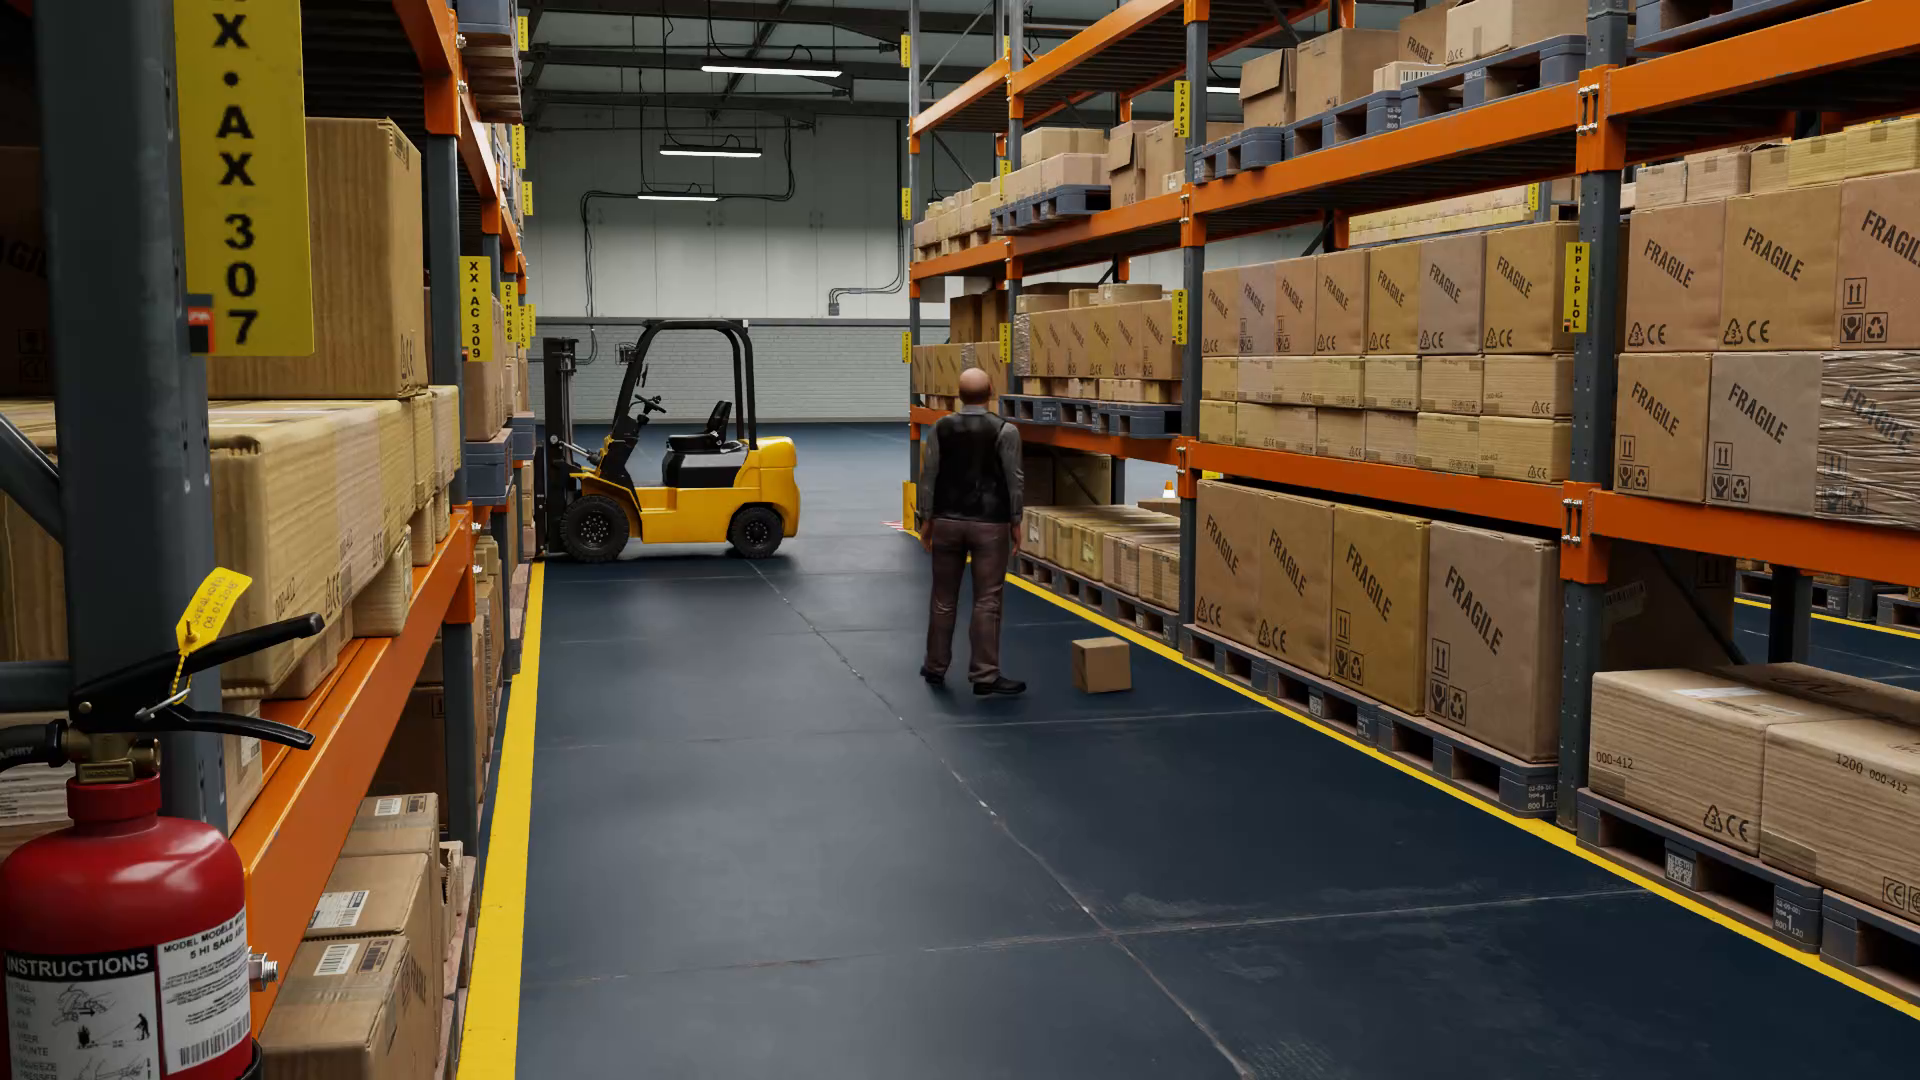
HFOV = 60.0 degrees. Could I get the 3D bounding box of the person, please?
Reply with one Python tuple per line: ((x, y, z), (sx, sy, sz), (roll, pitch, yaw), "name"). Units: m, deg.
((0.047, -0.060, 8.921), (0.689, 1.717, 0.488), (2, 6, 19), "person")
